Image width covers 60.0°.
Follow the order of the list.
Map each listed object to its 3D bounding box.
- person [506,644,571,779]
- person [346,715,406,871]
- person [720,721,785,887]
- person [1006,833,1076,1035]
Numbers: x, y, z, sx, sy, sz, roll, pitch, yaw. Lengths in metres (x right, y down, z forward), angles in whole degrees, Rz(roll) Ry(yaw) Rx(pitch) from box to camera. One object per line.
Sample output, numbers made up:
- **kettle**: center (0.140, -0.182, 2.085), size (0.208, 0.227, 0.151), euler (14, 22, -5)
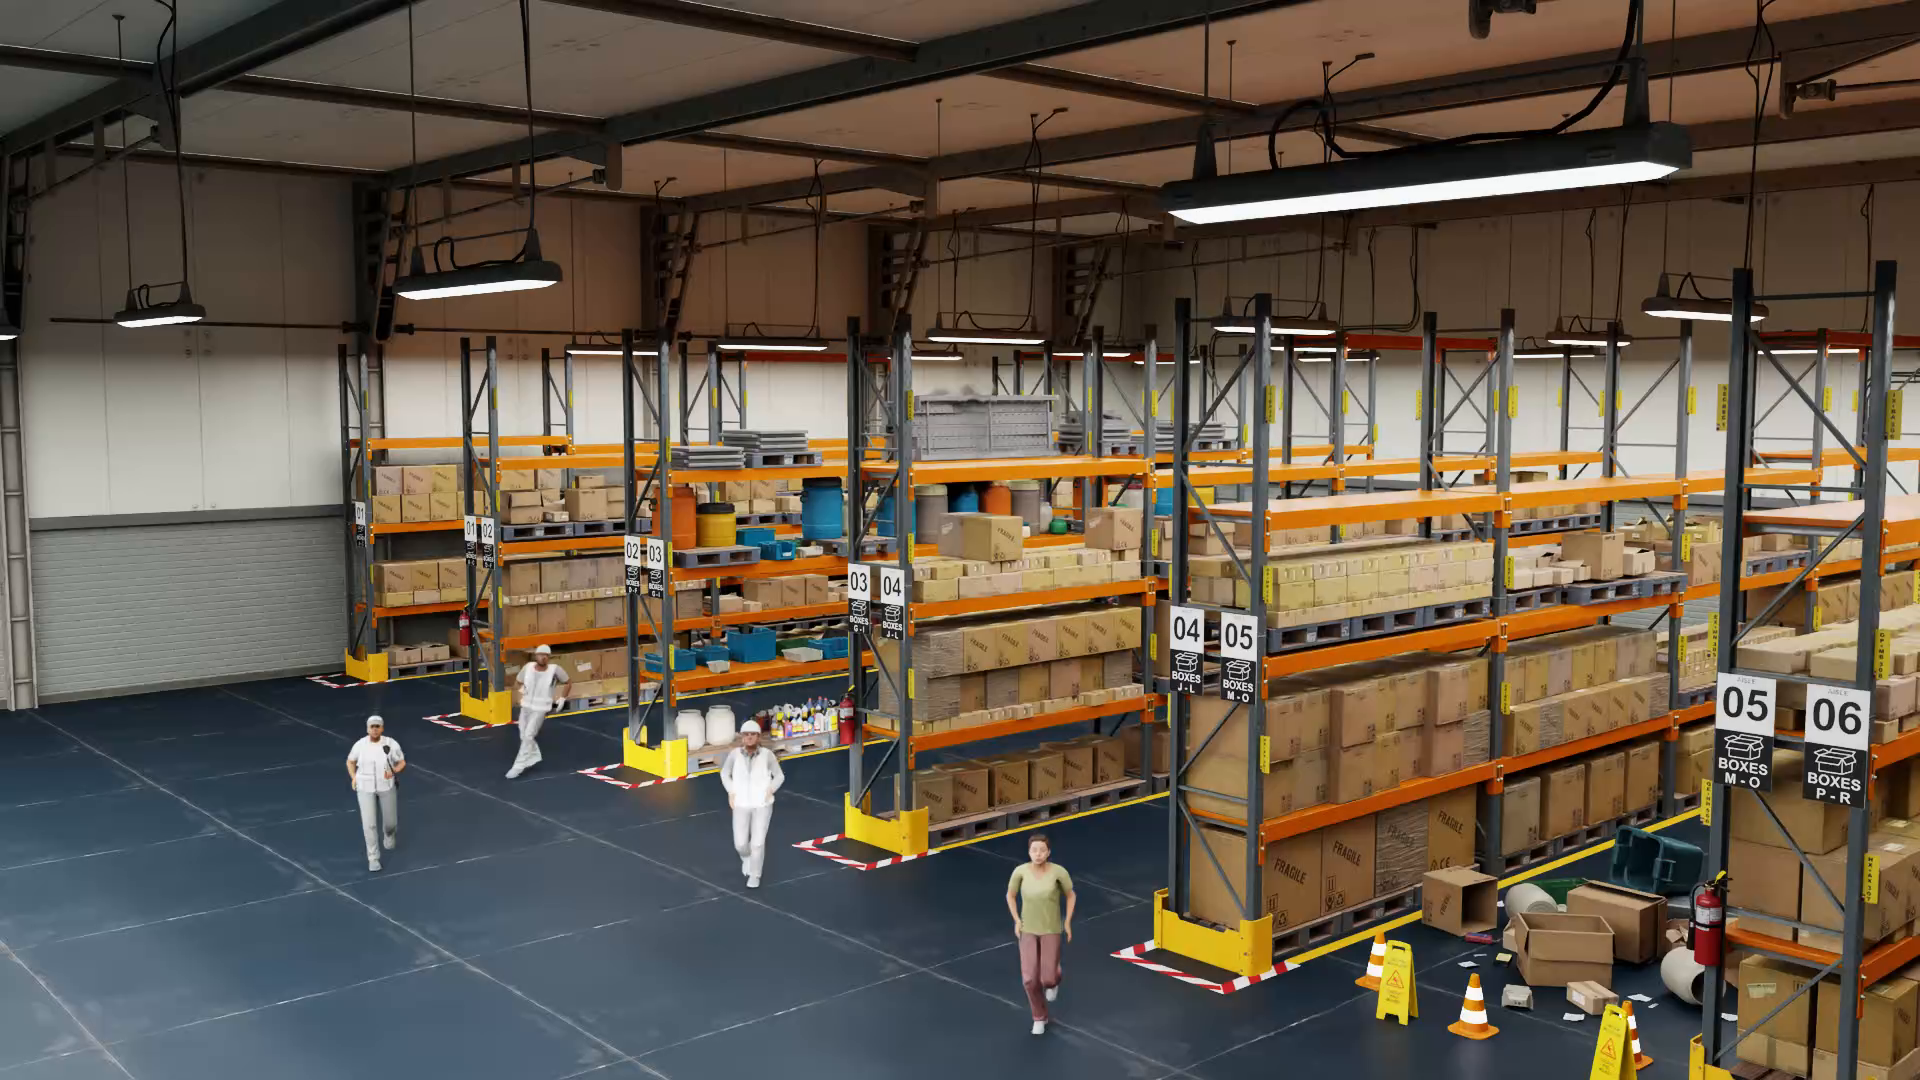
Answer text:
- **person**: center (-5.724, 2.286, 22.401), size (0.682, 1.752, 0.819), euler (2, 5, 18)
- **person**: center (-6.378, 2.724, 18.176), size (0.620, 1.632, 0.803), euler (-2, 5, -18)
- **person**: center (-2.176, 2.750, 17.372), size (0.681, 1.732, 0.585), euler (0, 5, 0)
- **person**: center (0.658, 3.159, 13.531), size (0.565, 1.620, 0.588), euler (1, 5, 8)
